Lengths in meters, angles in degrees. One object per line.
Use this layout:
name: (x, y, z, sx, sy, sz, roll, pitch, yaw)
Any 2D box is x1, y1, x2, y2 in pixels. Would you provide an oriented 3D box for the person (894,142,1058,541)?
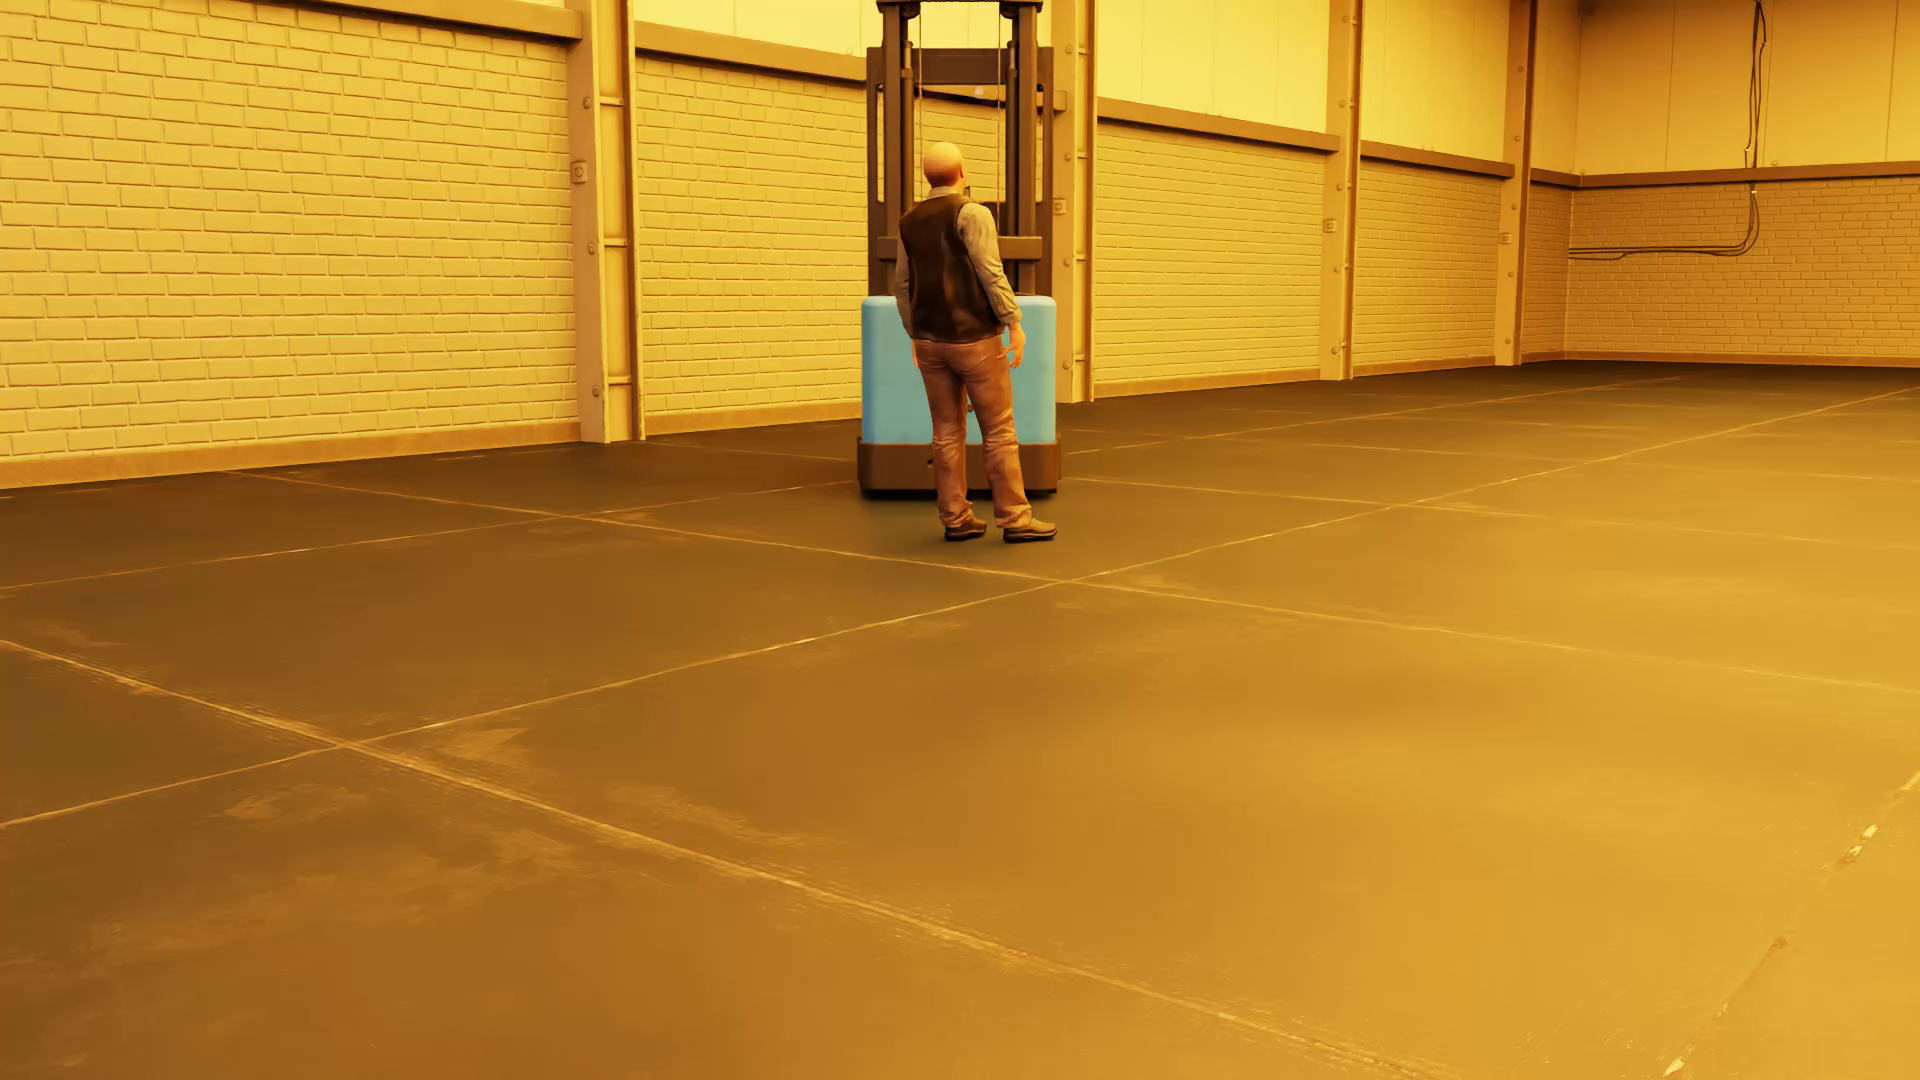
person: (0.045, -0.865, 7.322, 0.632, 1.720, 0.568, 7, 11, 38)

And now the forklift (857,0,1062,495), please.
forklift: (0.002, -1.862, 10.006, 1.130, 2.935, 3.031, 0, 8, 0)
